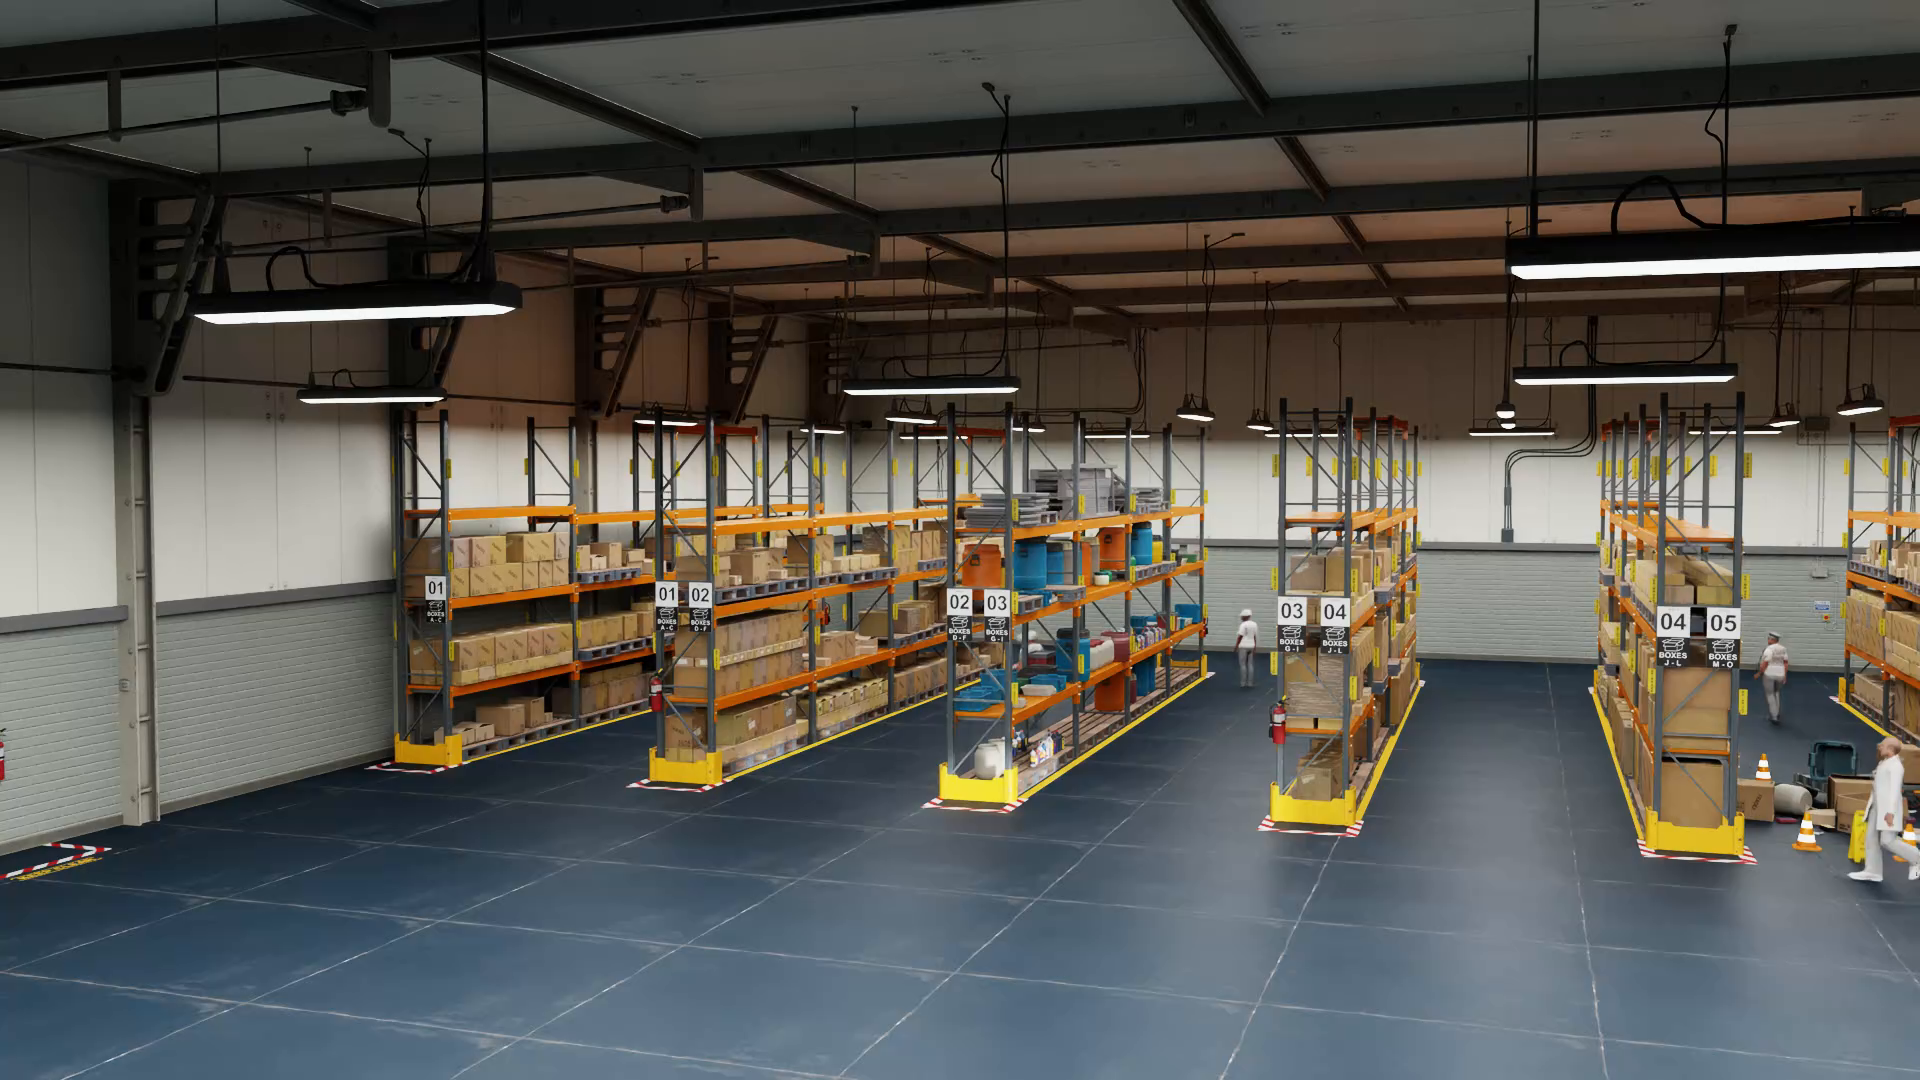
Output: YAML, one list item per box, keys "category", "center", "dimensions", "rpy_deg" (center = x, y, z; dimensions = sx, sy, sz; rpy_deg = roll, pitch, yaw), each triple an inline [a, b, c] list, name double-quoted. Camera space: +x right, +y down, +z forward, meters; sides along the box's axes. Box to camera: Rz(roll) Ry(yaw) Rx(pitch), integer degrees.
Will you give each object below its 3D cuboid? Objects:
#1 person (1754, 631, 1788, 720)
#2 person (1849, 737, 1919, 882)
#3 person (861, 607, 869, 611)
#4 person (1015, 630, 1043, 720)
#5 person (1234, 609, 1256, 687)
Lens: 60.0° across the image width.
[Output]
- category: "person"
  center: [16.088, 2.712, 32.915]
  dimensions: [0.606, 1.819, 0.603]
  rpy_deg: [0, 2, 0]
- category: "person"
  center: [11.229, 3.252, 20.035]
  dimensions: [0.802, 1.762, 0.546]
  rpy_deg: [0, 2, -5]
- category: "person"
  center: [-2.154, 2.473, 40.759]
  dimensions: [0.515, 1.648, 0.734]
  rpy_deg: [-1, 3, -19]
- category: "person"
  center: [1.410, 2.708, 33.227]
  dimensions: [0.613, 1.820, 0.516]
  rpy_deg: [-1, 3, -28]
- category: "person"
  center: [6.538, 2.475, 38.177]
  dimensions: [0.579, 1.778, 0.407]
  rpy_deg: [-2, 3, -40]
